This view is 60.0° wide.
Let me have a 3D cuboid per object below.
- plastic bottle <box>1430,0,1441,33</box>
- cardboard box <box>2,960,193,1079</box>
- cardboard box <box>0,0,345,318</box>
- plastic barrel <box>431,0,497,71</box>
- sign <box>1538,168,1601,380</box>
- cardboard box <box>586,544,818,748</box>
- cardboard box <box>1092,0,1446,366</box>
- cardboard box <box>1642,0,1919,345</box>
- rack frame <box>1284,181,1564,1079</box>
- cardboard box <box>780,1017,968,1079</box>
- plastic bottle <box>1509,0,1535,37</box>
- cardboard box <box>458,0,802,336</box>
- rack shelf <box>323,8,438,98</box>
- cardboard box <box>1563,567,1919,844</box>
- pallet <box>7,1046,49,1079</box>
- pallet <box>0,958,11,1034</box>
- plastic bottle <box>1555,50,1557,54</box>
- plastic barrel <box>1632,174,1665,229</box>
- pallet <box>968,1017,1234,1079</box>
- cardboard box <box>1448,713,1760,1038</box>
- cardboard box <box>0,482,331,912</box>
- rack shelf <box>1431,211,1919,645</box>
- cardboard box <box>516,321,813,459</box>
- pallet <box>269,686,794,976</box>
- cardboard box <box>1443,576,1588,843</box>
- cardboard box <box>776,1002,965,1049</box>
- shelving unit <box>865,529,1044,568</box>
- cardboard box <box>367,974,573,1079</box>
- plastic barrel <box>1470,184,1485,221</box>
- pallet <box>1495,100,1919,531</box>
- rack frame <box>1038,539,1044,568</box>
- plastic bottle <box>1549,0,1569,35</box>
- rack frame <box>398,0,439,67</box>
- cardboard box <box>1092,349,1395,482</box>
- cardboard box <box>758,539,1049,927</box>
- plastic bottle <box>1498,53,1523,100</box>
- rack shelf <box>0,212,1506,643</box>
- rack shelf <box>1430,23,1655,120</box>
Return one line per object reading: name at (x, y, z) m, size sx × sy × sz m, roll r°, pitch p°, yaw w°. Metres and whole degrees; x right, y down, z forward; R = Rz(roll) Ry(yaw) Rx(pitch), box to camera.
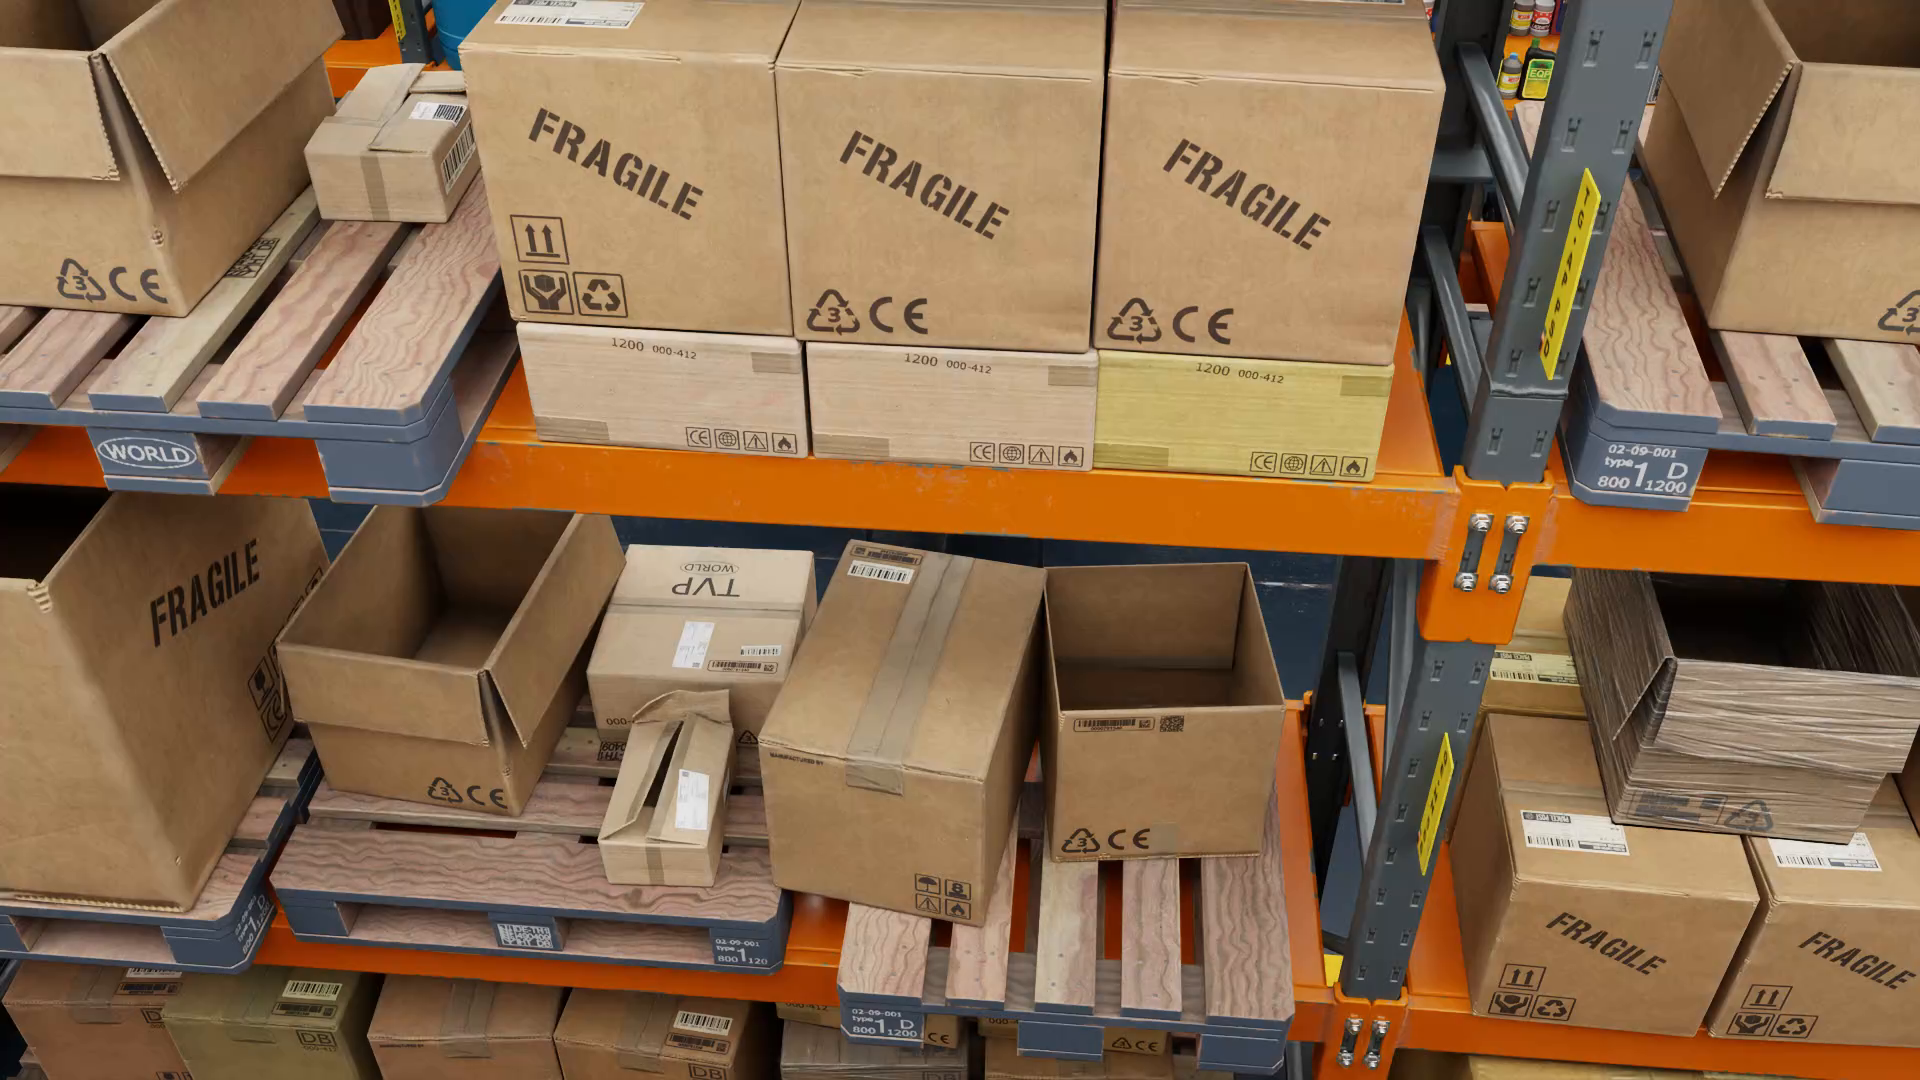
plastic bottle at (2.401, -2.659, 8.242) m, size 0.097 × 0.271 × 0.097 m, roll 0°, pitch 39°, yaw 0°
cardboard box at (-2.379, 1.239, 4.983) m, size 0.500 × 0.500 × 0.700 m, roll 0°, pitch 39°, yaw 0°
cardboard box at (-1.590, -0.834, 3.108) m, size 0.637 × 0.503 × 0.797 m, roll 5°, pitch 39°, yaw 6°
plastic barrel at (-2.203, -2.704, 7.799) m, size 0.708 × 0.901 × 0.600 m, roll 3°, pitch 39°, yaw 4°
sign at (0.947, -0.411, 2.593) m, size 0.005 × 0.325 × 0.100 m, roll 3°, pitch 39°, yaw 4°
cardboard box at (-0.654, 0.271, 4.327) m, size 0.500 × 0.250 × 0.500 m, roll 2°, pitch 39°, yaw 3°
cardboard box at (0.499, -0.653, 2.825) m, size 0.500 × 0.500 × 0.500 m, roll 4°, pitch 39°, yaw 5°
cardboard box at (1.610, -0.767, 3.025) m, size 0.637 × 0.503 × 0.797 m, roll 5°, pitch 39°, yaw 6°
rack frame at (0.996, 0.612, 4.123) m, size 0.127 × 3.000 × 1.000 m, roll 3°, pitch 39°, yaw 4°
cardboard box at (-0.227, 1.364, 4.829) m, size 0.500 × 0.500 × 0.700 m, roll 0°, pitch 39°, yaw 0°
plastic bottle at (2.789, -2.611, 8.238) m, size 0.097 × 0.201 × 0.097 m, roll 0°, pitch 39°, yaw 0°
cardboard box at (-0.504, -0.711, 2.896) m, size 0.500 × 0.500 × 0.500 m, roll 4°, pitch 39°, yaw 5°
rack shelf at (-4.554, -2.551, 8.578) m, size 4.000 × 0.370 × 1.077 m, roll 3°, pitch 39°, yaw 4°
cardboard box at (1.723, 0.234, 3.713) m, size 0.637 × 0.503 × 0.797 m, roll 4°, pitch 39°, yaw 5°
pallet at (-2.213, 1.517, 5.220) m, size 1.213 × 0.211 × 1.003 m, roll 3°, pitch 39°, yaw 4°
pallet at (-3.661, 1.461, 5.288) m, size 1.213 × 0.211 × 1.003 m, roll 3°, pitch 39°, yaw 4°
plastic bottle at (2.764, -2.158, 7.627) m, size 0.097 × 0.271 × 0.097 m, roll 0°, pitch 39°, yaw 0°
plastic barrel at (3.608, -1.650, 8.538) m, size 0.421 × 0.512 × 0.421 m, roll 0°, pitch 39°, yaw 0°
pallet at (0.218, 1.650, 5.056) m, size 1.213 × 0.211 × 1.003 m, roll 3°, pitch 39°, yaw 4°
cardboard box at (1.457, 0.770, 3.848) m, size 0.500 × 0.500 × 0.500 m, roll 4°, pitch 39°, yaw 5°
cardboard box at (-2.209, 0.129, 3.907) m, size 1.000 × 1.000 × 1.000 m, roll 3°, pitch 39°, yaw 4°
rack shelf at (2.989, -0.164, 3.269) m, size 4.000 × 0.370 × 1.077 m, roll 3°, pitch 39°, yaw 4°
cardboard box at (-0.494, -0.413, 3.124) m, size 0.500 × 0.250 × 0.500 m, roll 4°, pitch 39°, yaw 5°
pallet at (-0.979, 0.604, 4.284) m, size 1.213 × 0.211 × 1.003 m, roll 3°, pitch 39°, yaw 4°
cardboard box at (1.509, 0.444, 4.249) m, size 0.500 × 0.500 × 0.500 m, roll 4°, pitch 39°, yaw 5°
cardboard box at (-0.203, 1.079, 4.585) m, size 0.500 × 0.250 × 0.500 m, roll 7°, pitch 40°, yaw 9°
shelving unit at (-0.007, -0.582, 6.777) m, size 0.755 × 1.500 × 0.431 m, roll 3°, pitch 39°, yaw 4°
cardboard box at (-1.348, 1.308, 4.899) m, size 0.500 × 0.500 × 0.700 m, roll 0°, pitch 39°, yaw 0°
plastic barrel at (2.483, -1.711, 8.614) m, size 0.421 × 0.512 × 0.421 m, roll 0°, pitch 39°, yaw 0°
pallet at (1.642, -0.477, 3.233) m, size 1.003 × 0.211 × 1.213 m, roll 5°, pitch 39°, yaw 6°
rack frame at (0.358, -0.562, 6.752) m, size 0.023 × 1.500 × 0.400 m, roll 3°, pitch 39°, yaw 4°
plastic bottle at (3.002, -2.642, 8.212) m, size 0.133 × 0.283 × 0.061 m, roll 3°, pitch 39°, yaw 4°
rack frame at (-2.561, -2.721, 8.217) m, size 0.127 × 3.000 × 1.000 m, roll 3°, pitch 39°, yaw 4°
cardboard box at (0.502, -0.365, 3.065) m, size 0.500 × 0.250 × 0.500 m, roll 3°, pitch 39°, yaw 4°
cardboard box at (-0.110, 0.438, 3.924) m, size 0.500 × 0.500 × 0.700 m, roll 9°, pitch 40°, yaw 10°
plastic bottle at (2.534, -2.144, 7.665) m, size 0.097 × 0.201 × 0.097 m, roll 0°, pitch 39°, yaw 0°
rack shelf at (-0.996, -0.382, 3.537) m, size 4.000 × 0.370 × 1.077 m, roll 3°, pitch 39°, yaw 4°
rack shelf at (3.416, -2.116, 8.043) m, size 4.000 × 0.370 × 1.077 m, roll 3°, pitch 39°, yaw 4°
